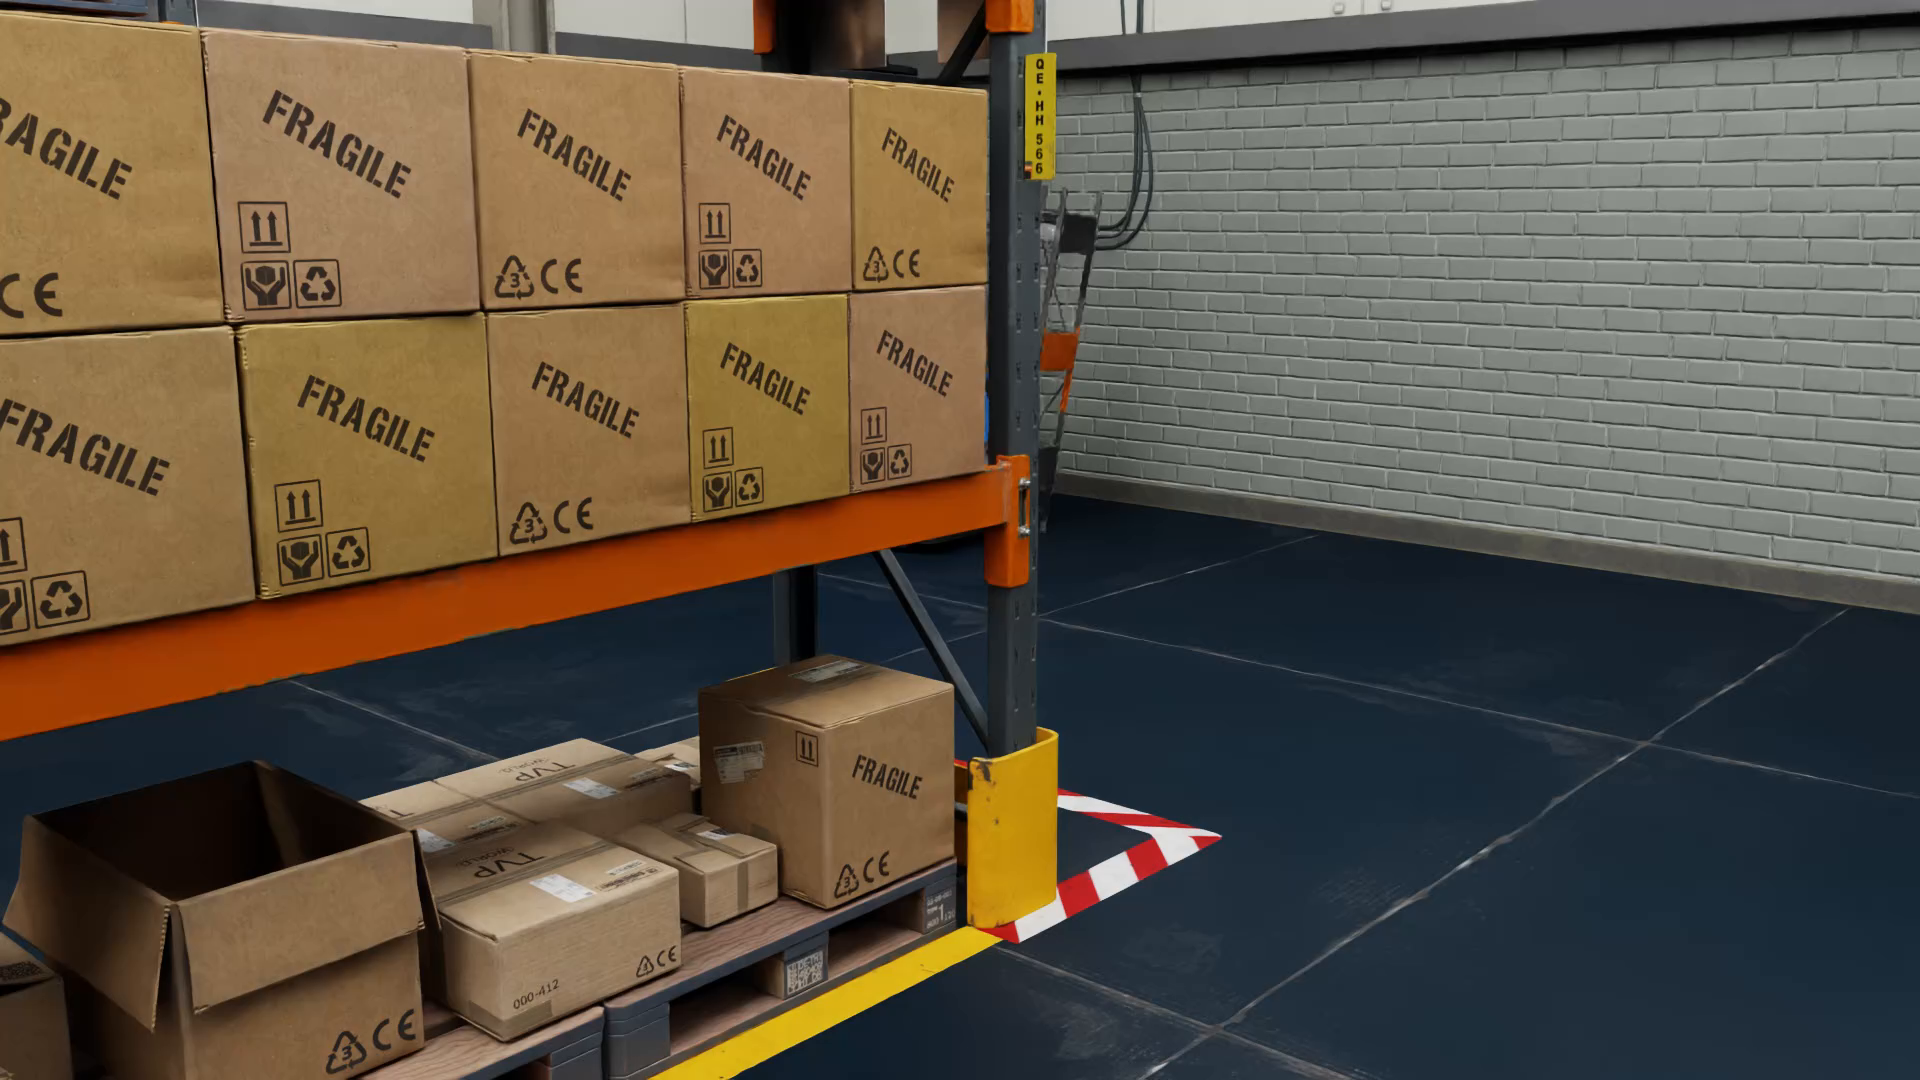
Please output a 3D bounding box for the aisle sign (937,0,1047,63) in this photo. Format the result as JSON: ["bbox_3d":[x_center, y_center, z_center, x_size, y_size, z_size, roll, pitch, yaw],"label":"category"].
[{"bbox_3d":[0.085,-1.723,4.541,0.394,0.787,0.004,10,15,40],"label":"aisle sign"}]

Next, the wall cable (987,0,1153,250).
[{"bbox_3d":[0.088,-3.323,11.799,3.097,2.526,0.112,10,15,40],"label":"wall cable"}]

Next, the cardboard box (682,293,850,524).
[{"bbox_3d":[-0.621,-0.349,4.044,0.500,0.500,0.500,10,15,41],"label":"cardboard box"}]

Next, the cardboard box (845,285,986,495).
[{"bbox_3d":[-0.281,-0.426,4.428,0.500,0.500,0.500,10,15,42],"label":"cardboard box"}]

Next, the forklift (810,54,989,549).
[{"bbox_3d":[-1.075,-1.592,10.697,3.031,2.935,1.130,8,14,35],"label":"forklift"}]

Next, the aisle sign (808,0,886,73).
[{"bbox_3d":[-0.366,-1.800,4.930,0.394,0.787,0.004,10,15,40],"label":"aisle sign"}]

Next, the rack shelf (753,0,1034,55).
[{"bbox_3d":[-1.510,-1.302,3.247,1.077,0.370,4.000,10,15,40],"label":"rack shelf"}]

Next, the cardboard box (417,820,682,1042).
[{"bbox_3d":[-1.014,0.903,3.930,0.500,0.250,0.500,10,15,40],"label":"cardboard box"}]

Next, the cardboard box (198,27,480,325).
[{"bbox_3d":[-1.288,-0.689,3.194,0.500,0.500,0.500,10,15,42],"label":"cardboard box"}]

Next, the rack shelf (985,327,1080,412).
[{"bbox_3d":[0.399,-1.063,10.063,0.431,0.518,0.480,15,13,27],"label":"rack shelf"}]

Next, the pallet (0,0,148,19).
[{"bbox_3d":[-4.395,-2.434,7.310,1.003,0.211,1.213,10,15,40],"label":"pallet"}]

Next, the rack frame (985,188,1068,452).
[{"bbox_3d":[0.284,-1.050,9.848,0.400,2.100,0.015,15,13,27],"label":"rack frame"}]

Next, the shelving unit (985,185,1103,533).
[{"bbox_3d":[0.401,-1.076,10.061,0.431,2.100,0.503,15,13,27],"label":"shelving unit"}]

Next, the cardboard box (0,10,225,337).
[{"bbox_3d":[-1.628,-0.613,2.813,0.500,0.500,0.500,9,15,39],"label":"cardboard box"}]

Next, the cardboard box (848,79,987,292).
[{"bbox_3d":[-0.277,-0.916,4.330,0.500,0.500,0.500,10,15,40],"label":"cardboard box"}]

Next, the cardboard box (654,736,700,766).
[{"bbox_3d":[-0.725,0.722,5.094,0.380,0.149,0.250,10,15,40],"label":"cardboard box"}]

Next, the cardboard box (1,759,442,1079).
[{"bbox_3d":[-1.594,0.842,3.586,0.797,0.503,0.637,10,15,40],"label":"cardboard box"}]

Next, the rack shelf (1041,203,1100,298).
[{"bbox_3d":[0.508,-1.739,9.919,0.431,0.518,0.480,15,13,27],"label":"rack shelf"}]

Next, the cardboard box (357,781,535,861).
[{"bbox_3d":[-1.422,0.845,4.217,0.500,0.250,0.500,10,15,40],"label":"cardboard box"}]

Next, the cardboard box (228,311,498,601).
[{"bbox_3d":[-1.287,-0.202,3.309,0.500,0.500,0.500,9,15,40],"label":"cardboard box"}]

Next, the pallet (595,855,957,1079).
[{"bbox_3d":[-0.766,1.019,4.573,1.003,0.211,1.213,10,15,40],"label":"pallet"}]

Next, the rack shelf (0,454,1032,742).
[{"bbox_3d":[-1.510,0.169,3.541,1.077,0.370,4.000,10,15,40],"label":"rack shelf"}]

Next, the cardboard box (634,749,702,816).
[{"bbox_3d":[-0.890,0.750,4.908,0.380,0.166,0.250,10,15,40],"label":"cardboard box"}]

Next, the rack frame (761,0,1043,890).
[{"bbox_3d":[-0.190,-0.478,4.944,1.000,3.000,0.127,10,15,40],"label":"rack frame"}]

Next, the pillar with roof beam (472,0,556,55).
[{"bbox_3d":[0.453,-4.012,7.322,9.100,9.000,0.400,10,15,40],"label":"pillar with roof beam"}]

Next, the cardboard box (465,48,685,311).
[{"bbox_3d":[-0.949,-0.765,3.573,0.500,0.500,0.500,10,15,42],"label":"cardboard box"}]

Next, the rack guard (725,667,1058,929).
[{"bbox_3d":[-0.240,0.759,5.133,1.175,0.500,0.348,10,15,40],"label":"rack guard"}]

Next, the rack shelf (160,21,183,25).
[{"bbox_3d":[-5.234,-1.941,6.451,1.077,0.370,4.000,10,15,40],"label":"rack shelf"}]

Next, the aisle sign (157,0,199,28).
[{"bbox_3d":[-3.641,-2.364,7.752,0.394,0.787,0.004,10,15,40],"label":"aisle sign"}]

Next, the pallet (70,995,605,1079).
[{"bbox_3d":[-1.571,1.197,3.679,1.003,0.211,1.213,10,15,40],"label":"pallet"}]

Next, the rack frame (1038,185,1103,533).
[{"bbox_3d":[0.519,-1.103,10.273,0.400,2.100,0.015,15,13,27],"label":"rack frame"}]

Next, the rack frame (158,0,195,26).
[{"bbox_3d":[-3.914,-1.118,8.148,1.000,3.000,0.127,10,15,40],"label":"rack frame"}]

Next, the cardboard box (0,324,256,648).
[{"bbox_3d":[-1.622,-0.127,2.933,0.500,0.500,0.500,10,15,40],"label":"cardboard box"}]

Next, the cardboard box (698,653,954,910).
[{"bbox_3d":[-0.364,0.644,4.586,0.500,0.500,0.500,10,15,40],"label":"cardboard box"}]

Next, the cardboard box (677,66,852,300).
[{"bbox_3d":[-0.610,-0.841,3.958,0.500,0.500,0.500,10,15,42],"label":"cardboard box"}]

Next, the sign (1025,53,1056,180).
[{"bbox_3d":[0.214,-1.126,4.426,0.100,0.325,0.005,10,15,40],"label":"sign"}]

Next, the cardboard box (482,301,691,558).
[{"bbox_3d":[-0.954,-0.276,3.680,0.500,0.500,0.500,10,15,41],"label":"cardboard box"}]

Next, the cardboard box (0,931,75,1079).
[{"bbox_3d":[-2.172,0.983,3.374,0.500,0.311,0.500,10,15,40],"label":"cardboard box"}]

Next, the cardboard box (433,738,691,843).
[{"bbox_3d":[-1.092,0.772,4.585,0.500,0.250,0.500,10,15,40],"label":"cardboard box"}]

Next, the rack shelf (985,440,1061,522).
[{"bbox_3d":[0.290,-0.387,10.208,0.431,0.518,0.480,15,13,27],"label":"rack shelf"}]

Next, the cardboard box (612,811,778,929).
[{"bbox_3d":[-0.699,0.856,4.378,0.380,0.166,0.250,10,15,40],"label":"cardboard box"}]
